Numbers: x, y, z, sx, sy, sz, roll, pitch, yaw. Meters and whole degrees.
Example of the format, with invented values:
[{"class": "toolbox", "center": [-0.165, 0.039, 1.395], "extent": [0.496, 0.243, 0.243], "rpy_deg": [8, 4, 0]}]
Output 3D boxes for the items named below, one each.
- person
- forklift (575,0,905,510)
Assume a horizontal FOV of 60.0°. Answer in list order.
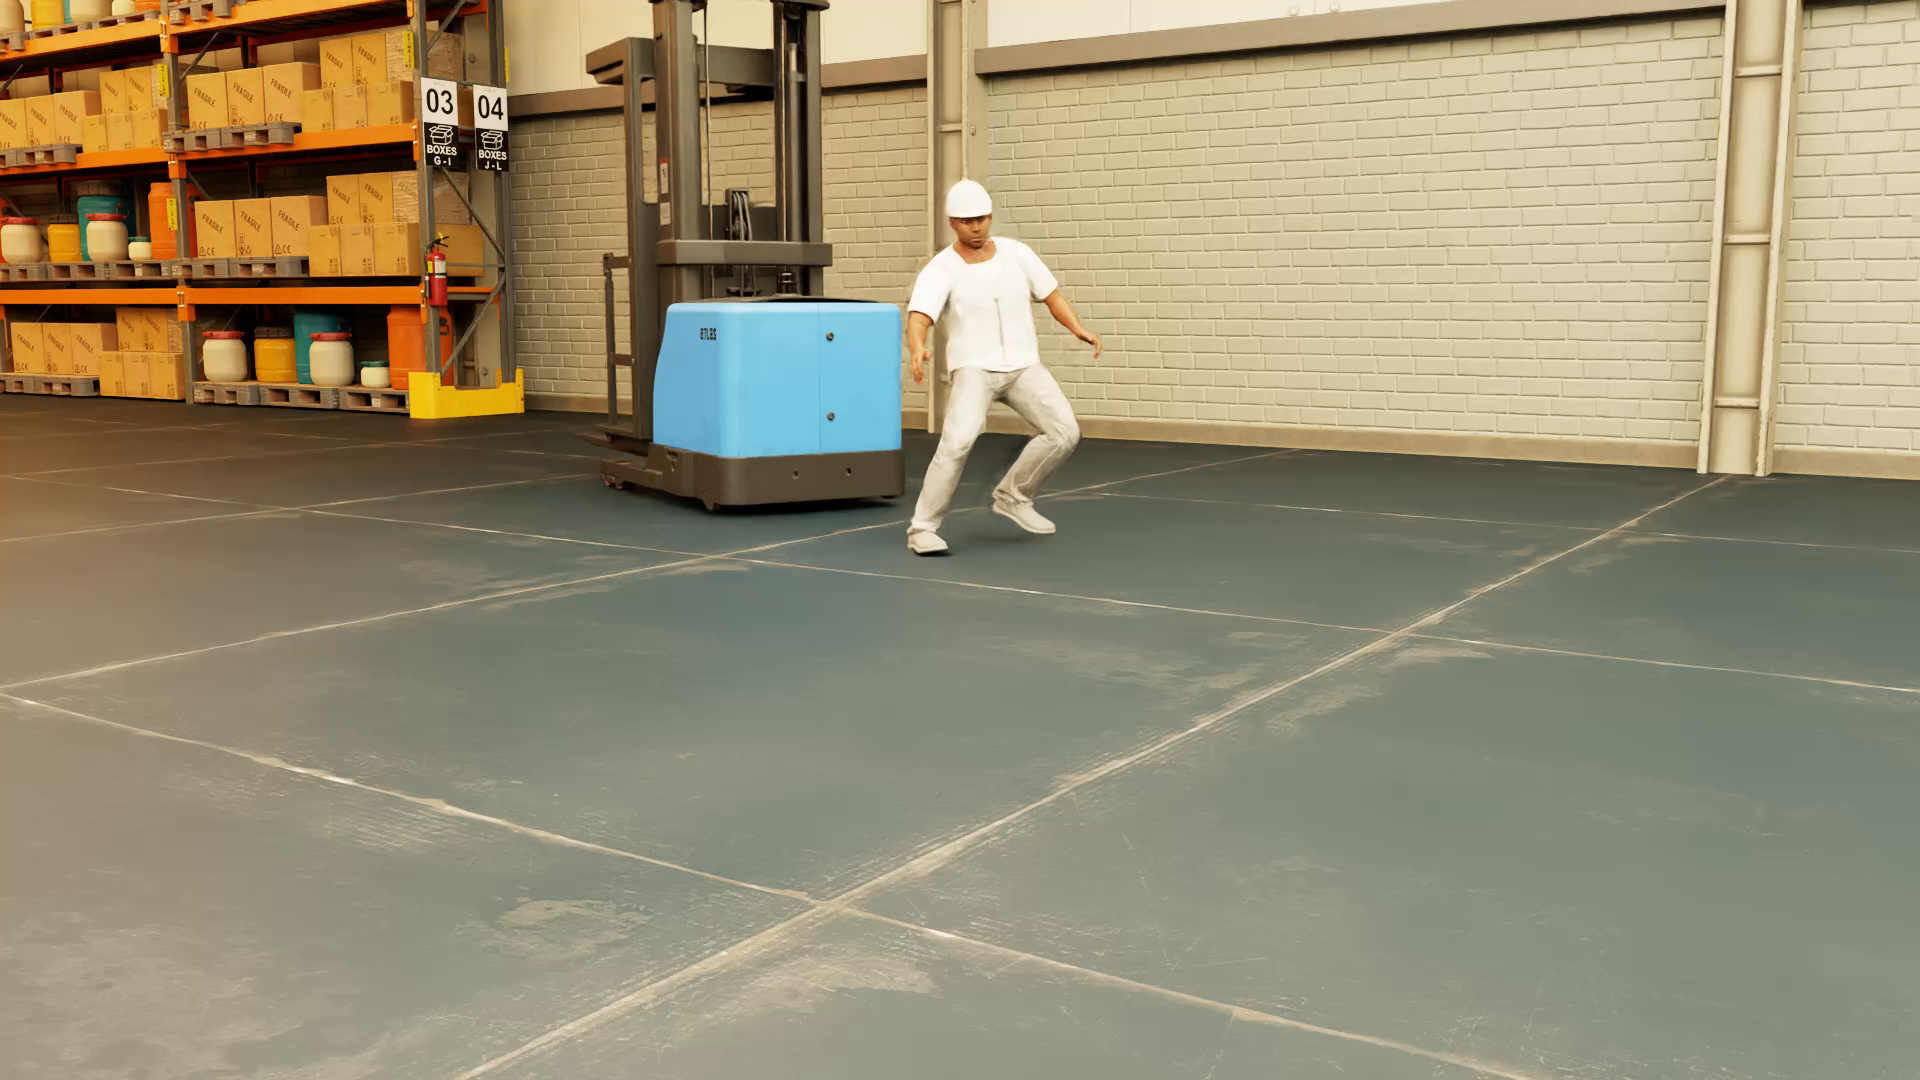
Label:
[{"class": "person", "center": [0.149, -0.763, 7.281], "extent": [0.930, 1.611, 0.645], "rpy_deg": [-3, 9, -19]}, {"class": "forklift", "center": [-1.474, -1.768, 9.625], "extent": [1.130, 2.935, 3.031], "rpy_deg": [-5, 9, -30]}]
